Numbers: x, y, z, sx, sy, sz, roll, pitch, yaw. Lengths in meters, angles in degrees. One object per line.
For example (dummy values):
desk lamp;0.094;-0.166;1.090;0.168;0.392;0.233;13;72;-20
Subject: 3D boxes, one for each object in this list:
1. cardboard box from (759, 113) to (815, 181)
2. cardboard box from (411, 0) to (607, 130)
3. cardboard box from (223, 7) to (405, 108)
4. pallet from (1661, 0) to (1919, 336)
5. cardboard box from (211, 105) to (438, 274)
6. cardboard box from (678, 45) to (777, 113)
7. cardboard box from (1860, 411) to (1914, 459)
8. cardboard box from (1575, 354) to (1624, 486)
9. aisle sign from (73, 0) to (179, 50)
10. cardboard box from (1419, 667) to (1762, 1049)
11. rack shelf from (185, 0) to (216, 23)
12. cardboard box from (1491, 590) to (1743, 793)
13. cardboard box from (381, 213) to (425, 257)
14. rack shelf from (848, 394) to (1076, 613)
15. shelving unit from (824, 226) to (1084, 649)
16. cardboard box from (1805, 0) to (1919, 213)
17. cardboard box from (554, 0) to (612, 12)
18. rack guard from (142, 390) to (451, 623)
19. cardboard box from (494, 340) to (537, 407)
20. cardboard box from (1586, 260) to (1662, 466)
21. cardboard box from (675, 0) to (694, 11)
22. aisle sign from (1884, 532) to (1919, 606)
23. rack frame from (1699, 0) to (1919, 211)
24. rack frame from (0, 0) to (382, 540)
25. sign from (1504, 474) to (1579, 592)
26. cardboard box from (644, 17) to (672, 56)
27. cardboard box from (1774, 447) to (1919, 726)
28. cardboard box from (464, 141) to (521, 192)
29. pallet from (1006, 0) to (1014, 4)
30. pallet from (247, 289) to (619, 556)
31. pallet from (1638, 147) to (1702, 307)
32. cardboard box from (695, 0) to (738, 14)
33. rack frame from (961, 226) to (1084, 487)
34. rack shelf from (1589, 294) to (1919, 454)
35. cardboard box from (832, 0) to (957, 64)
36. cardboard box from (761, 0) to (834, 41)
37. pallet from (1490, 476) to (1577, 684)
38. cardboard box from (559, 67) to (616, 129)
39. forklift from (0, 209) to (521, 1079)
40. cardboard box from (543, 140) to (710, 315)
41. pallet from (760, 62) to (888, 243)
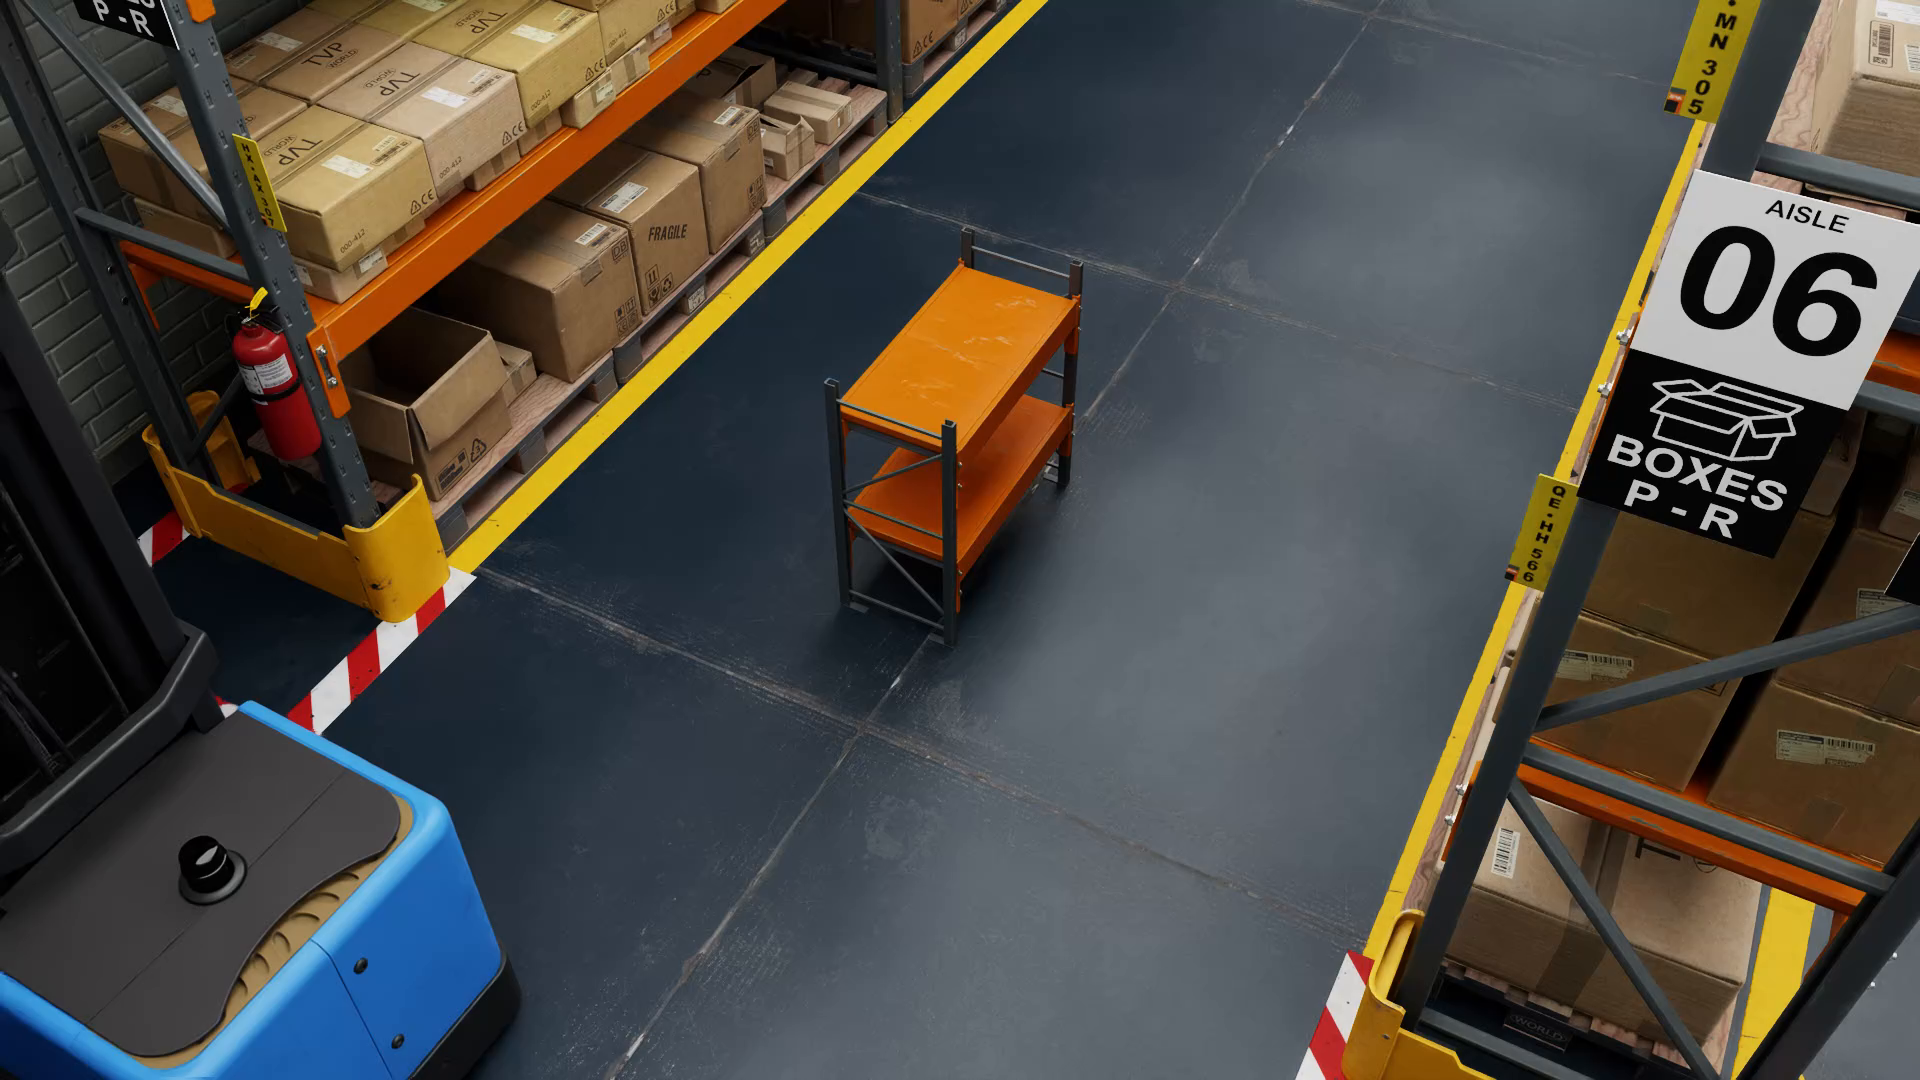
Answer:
cardboard box;-0.943;-2.003;8.248;0.396;0.266;0.258;22;49;20
cardboard box;-1.720;-1.856;6.372;0.500;0.250;0.500;20;49;18
cardboard box;-2.416;-1.723;6.240;0.500;0.250;0.500;21;49;19
pallet;2.098;-0.827;3.412;1.003;0.211;1.213;20;49;19
cardboard box;-2.186;-1.218;5.741;0.500;0.250;0.500;21;49;19
cardboard box;-1.294;-2.354;8.562;0.500;0.311;0.500;22;49;20
cardboard box;2.232;-0.268;3.677;0.380;0.149;0.250;22;49;20
cardboard box;2.818;-0.175;6.321;0.875;0.438;0.875;19;48;18
aisle sign;-2.407;-1.743;4.536;0.394;0.787;0.004;20;49;19
cardboard box;1.981;0.971;5.187;0.875;0.438;0.875;19;48;18
rack shelf;-1.707;-3.031;6.033;1.077;0.370;4.000;20;49;19
cardboard box;1.752;0.241;4.333;0.500;0.500;0.500;21;49;19
cardboard box;-2.163;-1.173;5.977;0.380;0.149;0.250;22;49;20
rack shelf;-0.003;-0.219;6.520;0.538;0.278;1.000;20;49;19
shelving unit;-0.003;-0.391;6.346;0.538;1.125;1.048;20;49;19
cardboard box;1.892;-0.831;3.093;0.500;0.250;0.500;16;48;15
cardboard box;-1.490;-2.427;6.409;0.500;0.500;0.500;22;49;20
rack guard;-2.600;-0.139;6.535;1.175;0.500;0.348;20;49;19
cardboard box;-2.036;-0.724;7.065;0.380;0.149;0.250;19;48;18
cardboard box;1.992;-0.441;4.303;0.500;0.500;0.500;21;49;19
cardboard box;-1.261;-2.509;7.017;0.500;0.250;0.500;20;49;19
aisle sign;1.986;-0.106;2.918;0.394;0.787;0.004;20;49;19
rack frame;1.763;-1.442;1.848;1.000;3.000;0.127;20;49;19
rack frame;-2.635;-0.969;5.599;1.000;3.000;0.127;20;49;19
sign;1.289;-0.011;3.671;0.100;0.325;0.005;20;49;19
cardboard box;-1.435;-2.151;6.943;0.380;0.149;0.250;20;49;19
cardboard box;2.238;0.072;3.796;0.500;0.500;0.500;19;48;18
cardboard box;-1.900;-1.489;6.289;0.380;0.149;0.250;22;49;20
pallet;0.131;-3.805;10.363;1.003;0.211;1.213;20;49;19
pallet;-2.231;-0.540;7.135;1.003;0.211;1.213;20;49;19
pallet;3.911;-1.384;7.969;1.003;0.211;1.213;20;49;19
cardboard box;-1.143;-2.447;7.236;0.380;0.149;0.250;20;49;18
rack frame;0.233;-0.711;6.662;0.500;1.125;0.032;20;49;19
rack shelf;2.691;-1.394;4.416;1.077;0.370;4.000;20;49;19
cardboard box;-0.355;-2.989;9.057;0.500;0.500;0.500;22;49;21
cardboard box;-0.812;-3.165;9.231;0.500;0.500;0.500;20;49;19
pallet;2.632;0.352;6.254;1.003;0.211;1.213;20;49;19
cardboard box;-1.598;-1.793;6.589;0.380;0.149;0.250;19;48;18
forklift;-2.916;0.236;4.456;3.031;2.935;1.130;22;49;20
cardboard box;-1.502;-1.418;7.505;0.500;0.500;0.500;21;49;20
pallet;-1.098;-2.077;8.654;1.003;0.211;1.213;20;49;19
